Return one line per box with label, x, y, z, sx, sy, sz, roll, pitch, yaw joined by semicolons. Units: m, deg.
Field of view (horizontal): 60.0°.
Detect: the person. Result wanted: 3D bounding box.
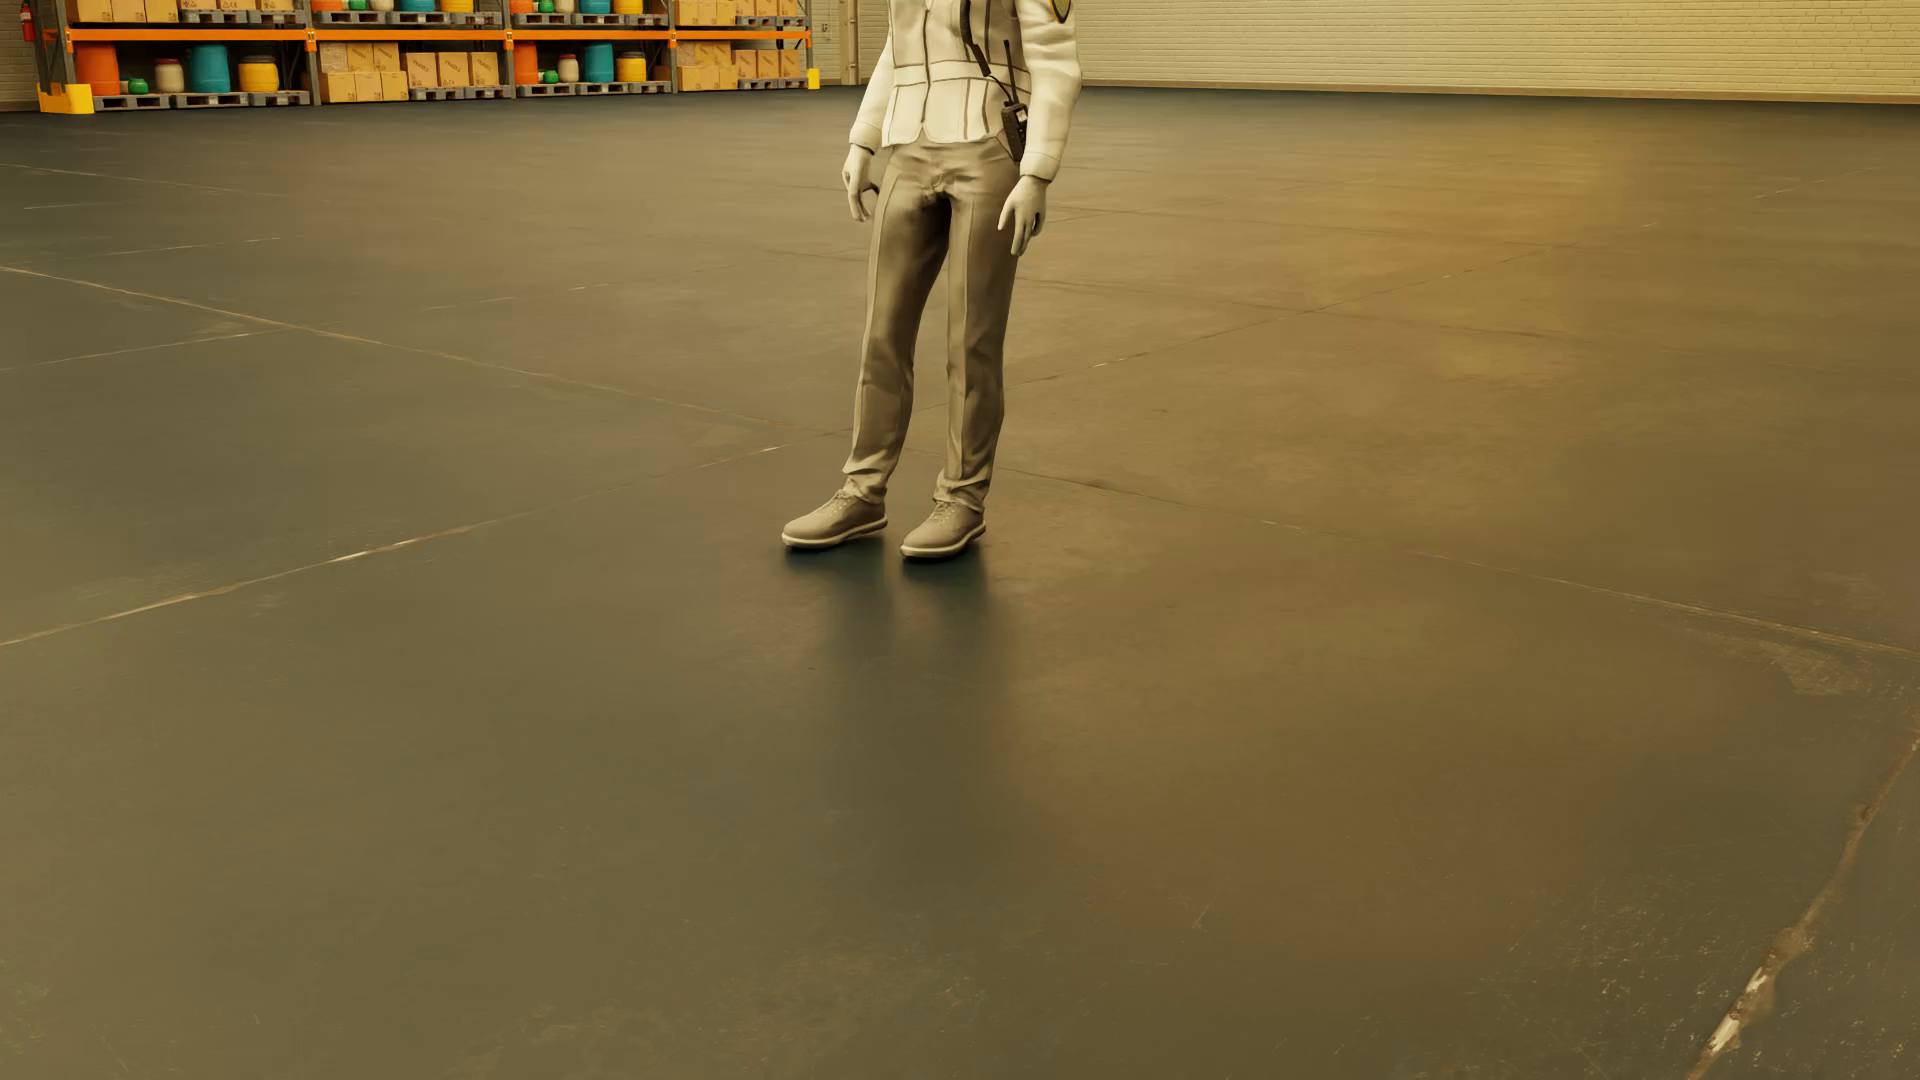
person;-0.049;-0.803;3.647;0.586;1.694;0.530;13;21;37
